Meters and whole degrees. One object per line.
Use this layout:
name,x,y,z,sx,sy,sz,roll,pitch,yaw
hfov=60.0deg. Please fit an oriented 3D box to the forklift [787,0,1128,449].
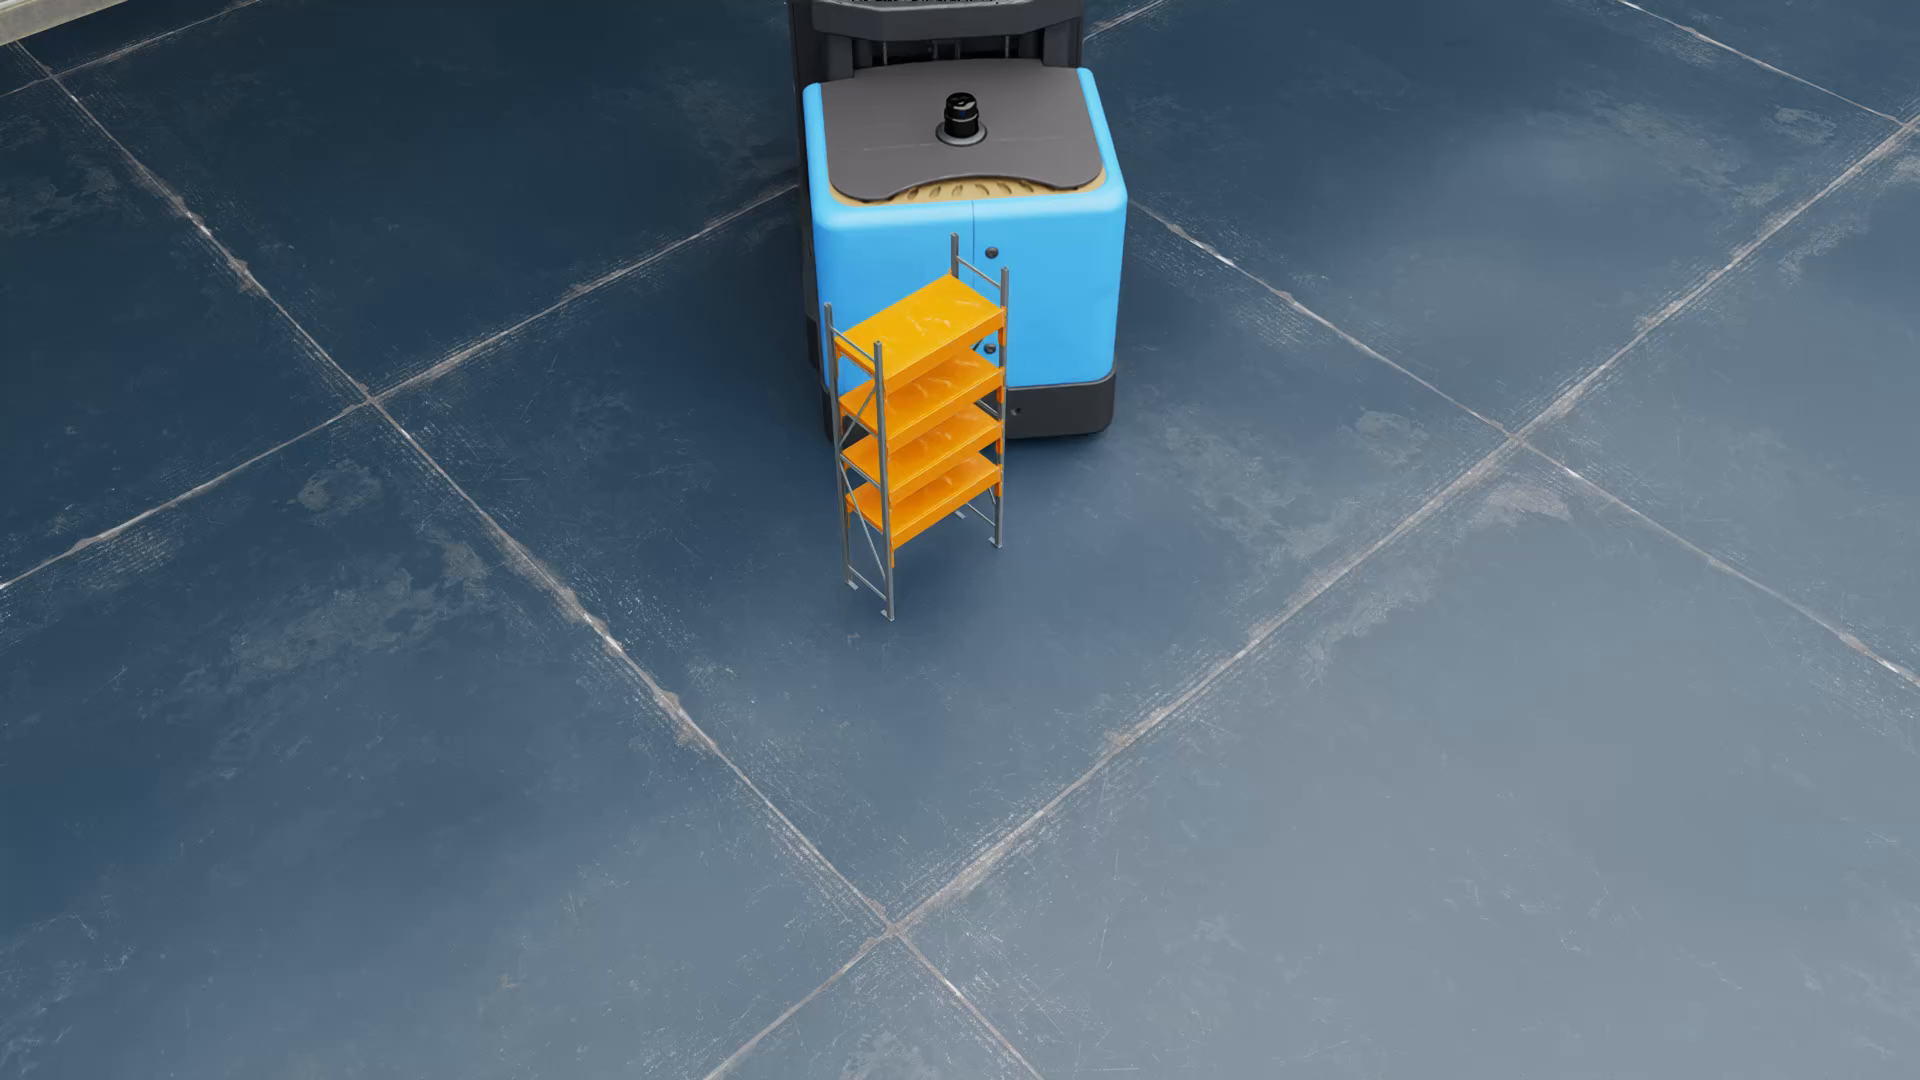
forklift,-0.113,-2.405,5.975,1.130,2.935,3.031,-4,47,-4

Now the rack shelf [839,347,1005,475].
rack shelf,-0.122,-0.431,5.119,0.480,0.148,0.258,-34,56,-27

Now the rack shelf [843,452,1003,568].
rack shelf,-0.122,-0.145,5.429,0.480,0.148,0.258,-34,56,-27

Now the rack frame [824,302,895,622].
rack frame,-0.303,-0.204,5.122,0.015,1.200,0.240,-34,56,-27

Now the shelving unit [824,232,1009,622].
shelving unit,-0.122,-0.325,5.234,0.503,1.200,0.258,-34,56,-27

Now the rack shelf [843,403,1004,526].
rack shelf,-0.122,-0.279,5.283,0.480,0.148,0.258,-34,56,-27

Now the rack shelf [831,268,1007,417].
rack shelf,-0.122,-0.592,4.945,0.480,0.148,0.258,-34,56,-27

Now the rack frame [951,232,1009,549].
rack frame,0.058,-0.446,5.345,0.015,1.200,0.240,-34,56,-27
